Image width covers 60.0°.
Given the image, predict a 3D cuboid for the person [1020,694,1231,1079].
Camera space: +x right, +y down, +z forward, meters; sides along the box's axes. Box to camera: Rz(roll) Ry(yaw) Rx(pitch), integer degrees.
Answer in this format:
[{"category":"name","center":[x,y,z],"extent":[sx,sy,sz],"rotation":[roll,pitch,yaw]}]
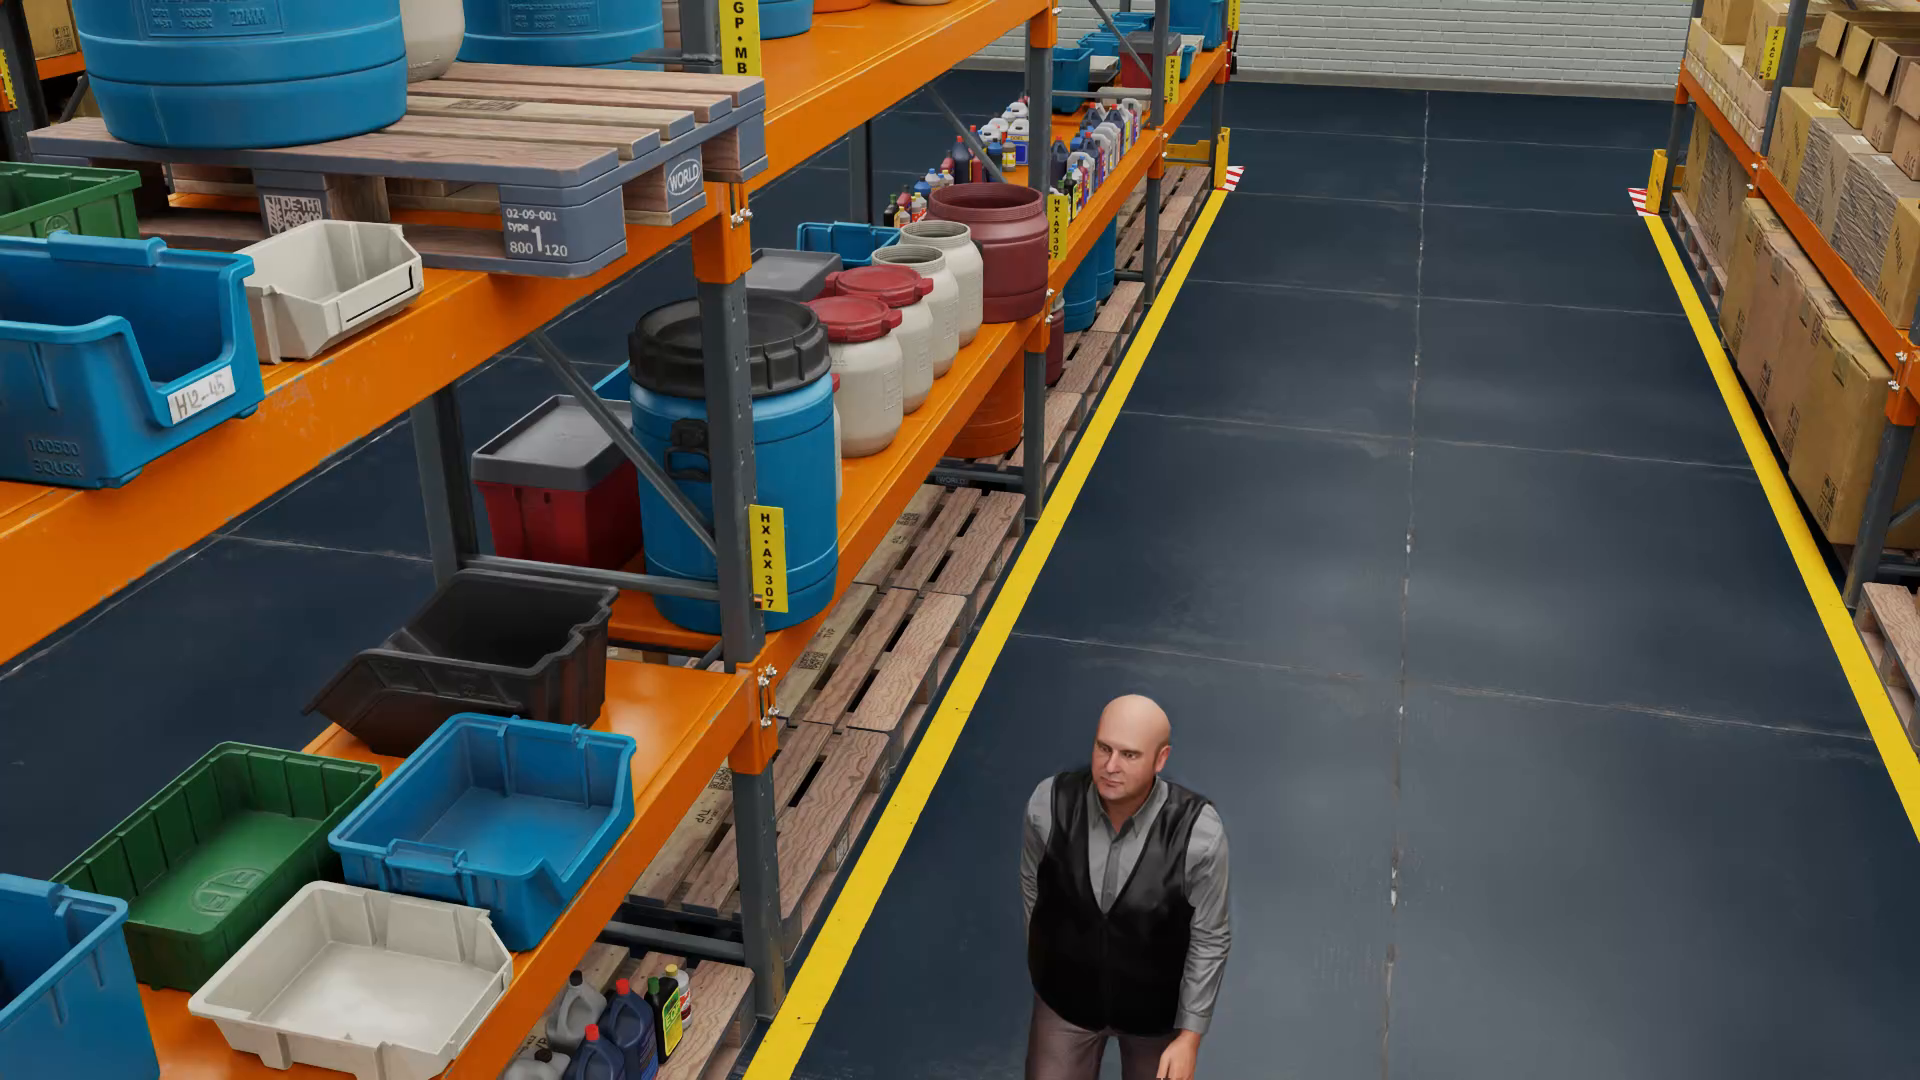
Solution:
[{"category":"person","center":[0.379,1.176,4.109],"extent":[0.539,1.703,0.924],"rotation":[5,26,11]}]
